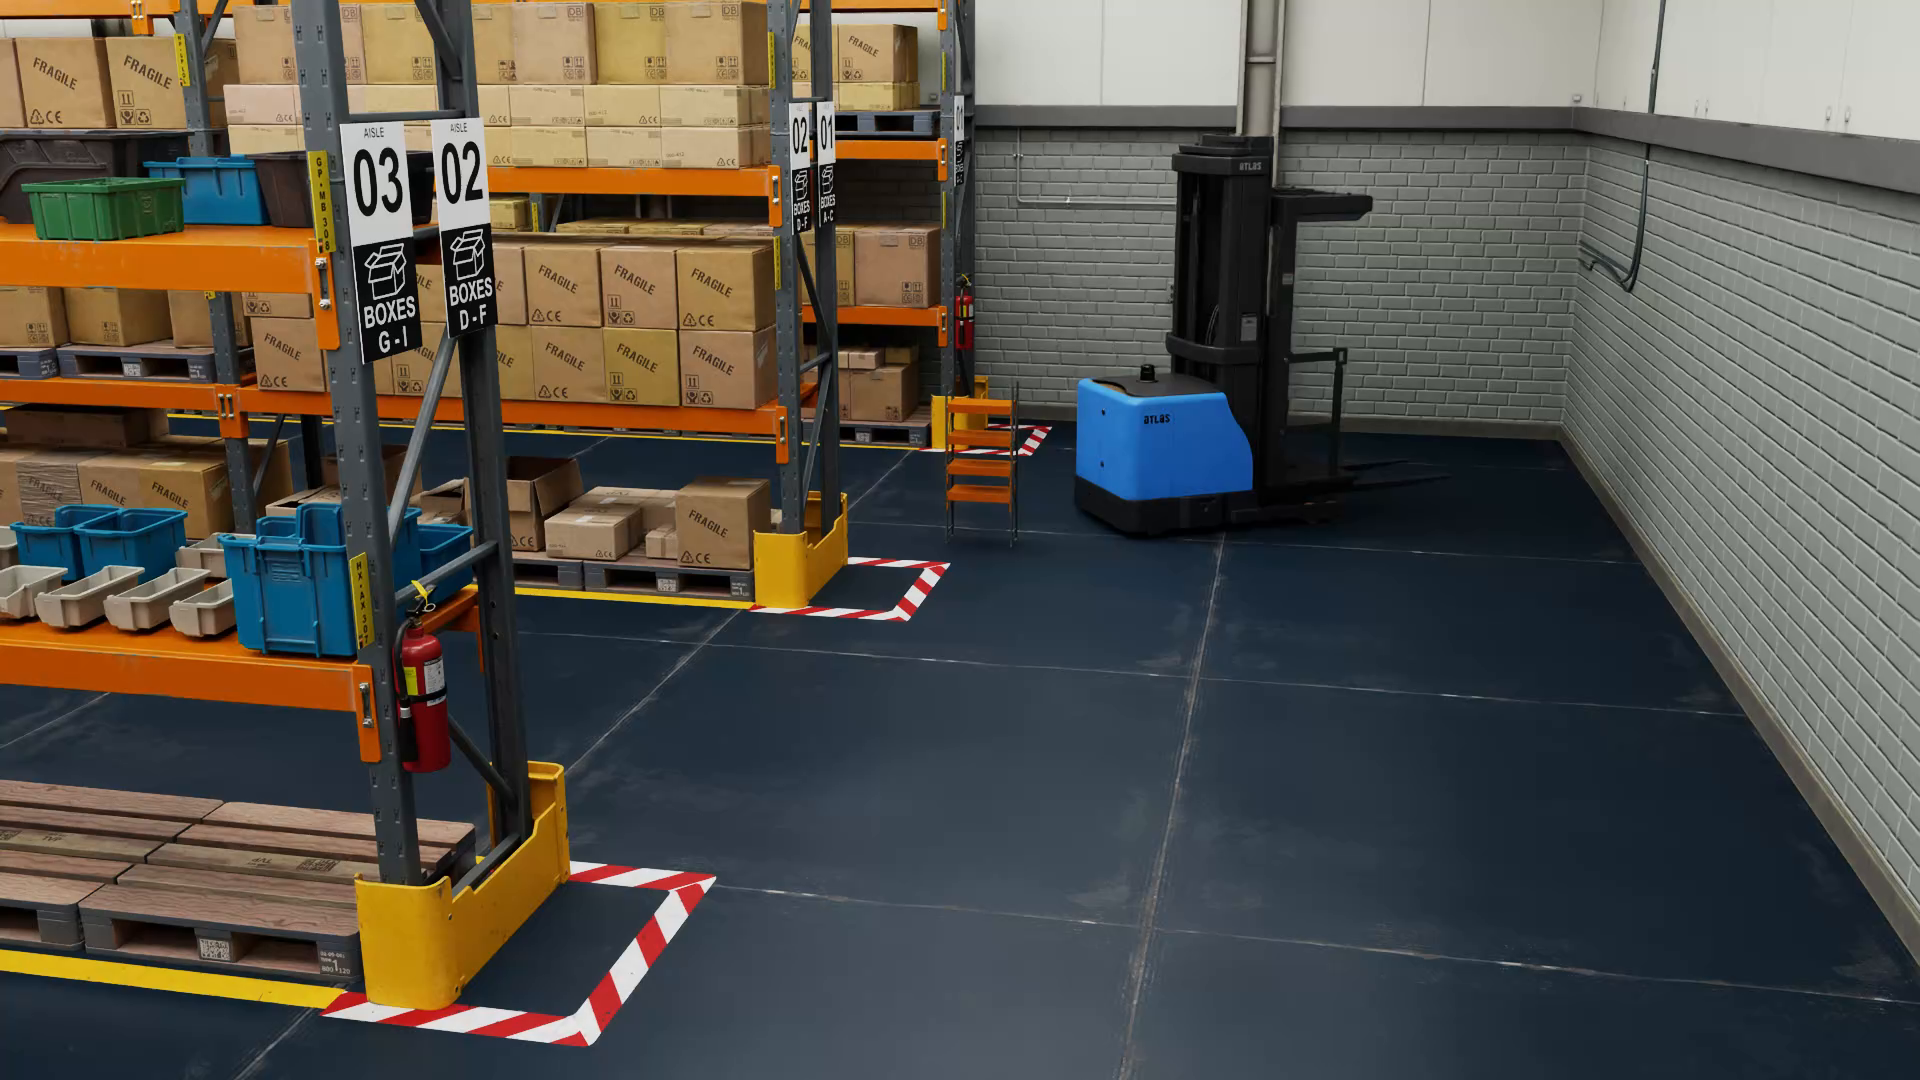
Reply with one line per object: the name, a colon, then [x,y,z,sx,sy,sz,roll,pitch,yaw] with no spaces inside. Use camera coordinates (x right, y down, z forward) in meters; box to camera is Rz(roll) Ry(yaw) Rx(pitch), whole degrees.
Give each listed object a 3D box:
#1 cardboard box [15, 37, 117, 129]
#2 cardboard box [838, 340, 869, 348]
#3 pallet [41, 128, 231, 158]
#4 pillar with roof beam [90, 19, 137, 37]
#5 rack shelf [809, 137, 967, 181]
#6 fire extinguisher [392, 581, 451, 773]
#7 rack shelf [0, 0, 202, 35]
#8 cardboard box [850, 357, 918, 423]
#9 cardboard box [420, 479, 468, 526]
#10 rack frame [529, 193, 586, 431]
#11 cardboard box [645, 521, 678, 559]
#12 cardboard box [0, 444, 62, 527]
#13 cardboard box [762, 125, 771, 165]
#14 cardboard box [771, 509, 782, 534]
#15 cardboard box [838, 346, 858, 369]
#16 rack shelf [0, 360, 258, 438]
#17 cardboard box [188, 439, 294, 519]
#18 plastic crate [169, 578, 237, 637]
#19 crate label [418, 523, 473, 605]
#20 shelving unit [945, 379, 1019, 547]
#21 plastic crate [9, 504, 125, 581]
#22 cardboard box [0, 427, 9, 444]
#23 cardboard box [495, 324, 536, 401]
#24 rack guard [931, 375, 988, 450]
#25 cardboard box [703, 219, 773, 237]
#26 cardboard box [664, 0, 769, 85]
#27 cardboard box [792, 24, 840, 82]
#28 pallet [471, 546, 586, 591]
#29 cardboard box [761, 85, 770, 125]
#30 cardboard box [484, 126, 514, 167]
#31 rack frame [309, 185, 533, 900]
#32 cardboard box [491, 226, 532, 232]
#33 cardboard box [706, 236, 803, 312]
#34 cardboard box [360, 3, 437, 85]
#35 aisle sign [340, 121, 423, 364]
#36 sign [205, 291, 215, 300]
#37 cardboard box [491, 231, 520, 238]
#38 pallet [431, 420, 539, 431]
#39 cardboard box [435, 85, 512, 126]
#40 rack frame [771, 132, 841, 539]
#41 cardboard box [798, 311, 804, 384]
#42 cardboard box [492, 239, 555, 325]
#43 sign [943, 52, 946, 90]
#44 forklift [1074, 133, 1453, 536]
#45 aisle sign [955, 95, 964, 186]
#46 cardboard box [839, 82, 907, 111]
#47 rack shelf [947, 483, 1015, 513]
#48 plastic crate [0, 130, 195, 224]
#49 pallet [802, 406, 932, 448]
cardboard box: [-6.058,-3.182,11.579,0.600,0.600,0.600,3,16,10]
cardboard box: [-1.057,-1.839,16.192,0.250,0.149,0.380,3,16,11]
pallet: [-5.545,-2.770,11.605,1.003,0.211,1.213,3,16,11]
pillar with roof beam: [-9.815,-4.931,13.436,0.400,9.000,9.100,3,16,11]
rack shelf: [-1.976,-3.650,15.779,4.000,0.370,1.077,3,16,11]
fire extinguisher: [-1.933,0.490,5.946,0.183,0.674,0.296,3,16,11]
rack shelf: [-9.816,-5.329,16.969,4.000,0.370,1.077,3,16,11]
cardboard box: [-0.722,-1.454,16.017,0.500,0.500,0.700,3,16,11]
cardboard box: [-3.570,-0.282,12.104,0.500,0.311,0.500,3,16,11]
rack frame: [-3.936,-2.658,16.468,0.127,3.000,1.000,3,16,11]
cardboard box: [-1.961,-0.005,11.375,0.250,0.166,0.380,3,16,11]
cardboard box: [-6.933,-0.402,12.183,0.500,0.500,0.500,3,16,9]
cardboard box: [-1.453,-2.616,10.979,0.500,0.250,0.500,3,16,11]
cardboard box: [-1.342,-0.099,11.748,0.250,0.149,0.380,3,16,11]
cardboard box: [-1.135,-1.739,15.832,0.250,0.149,0.380,4,16,13]
rack shelf: [-6.880,-1.121,12.269,4.000,0.370,1.077,3,16,11]
cardboard box: [-5.345,-0.459,12.387,0.500,0.500,0.500,2,16,9]
plastic crate: [-2.826,0.249,6.357,0.243,0.136,0.396,3,16,11]
crate label: [-2.167,0.099,6.716,0.303,0.233,0.416,3,16,11]
shelving unit: [0.162,-0.569,12.300,0.503,1.200,0.258,3,16,11]
plastic crate: [-3.751,0.013,7.027,0.300,0.233,0.416,3,16,11]
cardboard box: [-7.369,-0.566,12.775,0.500,0.500,0.500,3,16,9]
cardboard box: [-2.984,-1.231,11.131,0.500,0.500,0.500,3,16,10]
rack guard: [0.007,-1.239,16.029,0.348,0.500,1.175,3,16,11]
cardboard box: [-1.979,-2.693,16.033,0.700,0.700,0.980,2,16,8]
cardboard box: [-1.507,-3.148,10.557,0.500,0.500,0.700,3,16,11]
cardboard box: [-1.276,-4.427,15.139,0.500,0.500,0.500,4,16,13]
pallet: [-3.048,0.083,11.796,1.213,0.211,1.003,3,16,11]
cardboard box: [-1.452,-2.859,10.918,0.500,0.250,0.500,3,16,11]
cardboard box: [-3.023,-2.564,10.792,0.500,0.250,0.500,3,16,11]
rack frame: [-1.991,0.147,6.344,0.127,3.000,1.000,3,16,11]
cardboard box: [-4.439,-2.818,16.263,0.500,0.500,0.500,3,16,10]
cardboard box: [-1.382,-1.772,11.208,0.500,0.500,0.500,4,16,13]
cardboard box: [-3.483,-3.233,10.864,0.500,0.500,0.700,3,16,11]
aisle sign: [-1.979,-1.026,5.706,0.004,0.787,0.394,3,16,11]
sign: [-5.027,-1.774,11.110,0.005,0.325,0.100,3,16,11]
cardboard box: [-3.376,-1.879,11.597,0.500,0.500,0.500,3,16,12]
pallet: [-4.707,-1.335,16.917,1.213,0.211,1.003,3,16,11]
cardboard box: [-3.025,-2.803,10.717,0.500,0.250,0.500,3,16,11]
rack frame: [-1.000,-1.149,11.021,0.127,3.000,1.000,3,16,11]
cardboard box: [-1.382,-1.290,11.342,0.500,0.500,0.500,3,16,12]
cardboard box: [-2.998,-1.711,10.990,0.500,0.500,0.500,4,16,13]
sign: [-0.138,-4.138,14.682,0.005,0.325,0.100,3,16,11]
forklift: [2.481,-1.665,13.012,3.031,2.935,1.130,-6,16,-20]
aisle sign: [-0.006,-3.616,15.056,0.004,0.787,0.394,3,16,11]
cardboard box: [-0.787,-4.038,15.140,0.500,0.250,0.500,4,16,13]
rack shelf: [0.162,-0.313,12.371,0.480,0.148,0.258,3,16,11]
plastic crate: [-3.433,-1.422,6.505,0.767,0.338,0.504,3,16,11]
pallet: [-0.816,-1.123,16.152,1.213,0.211,1.003,3,16,11]
